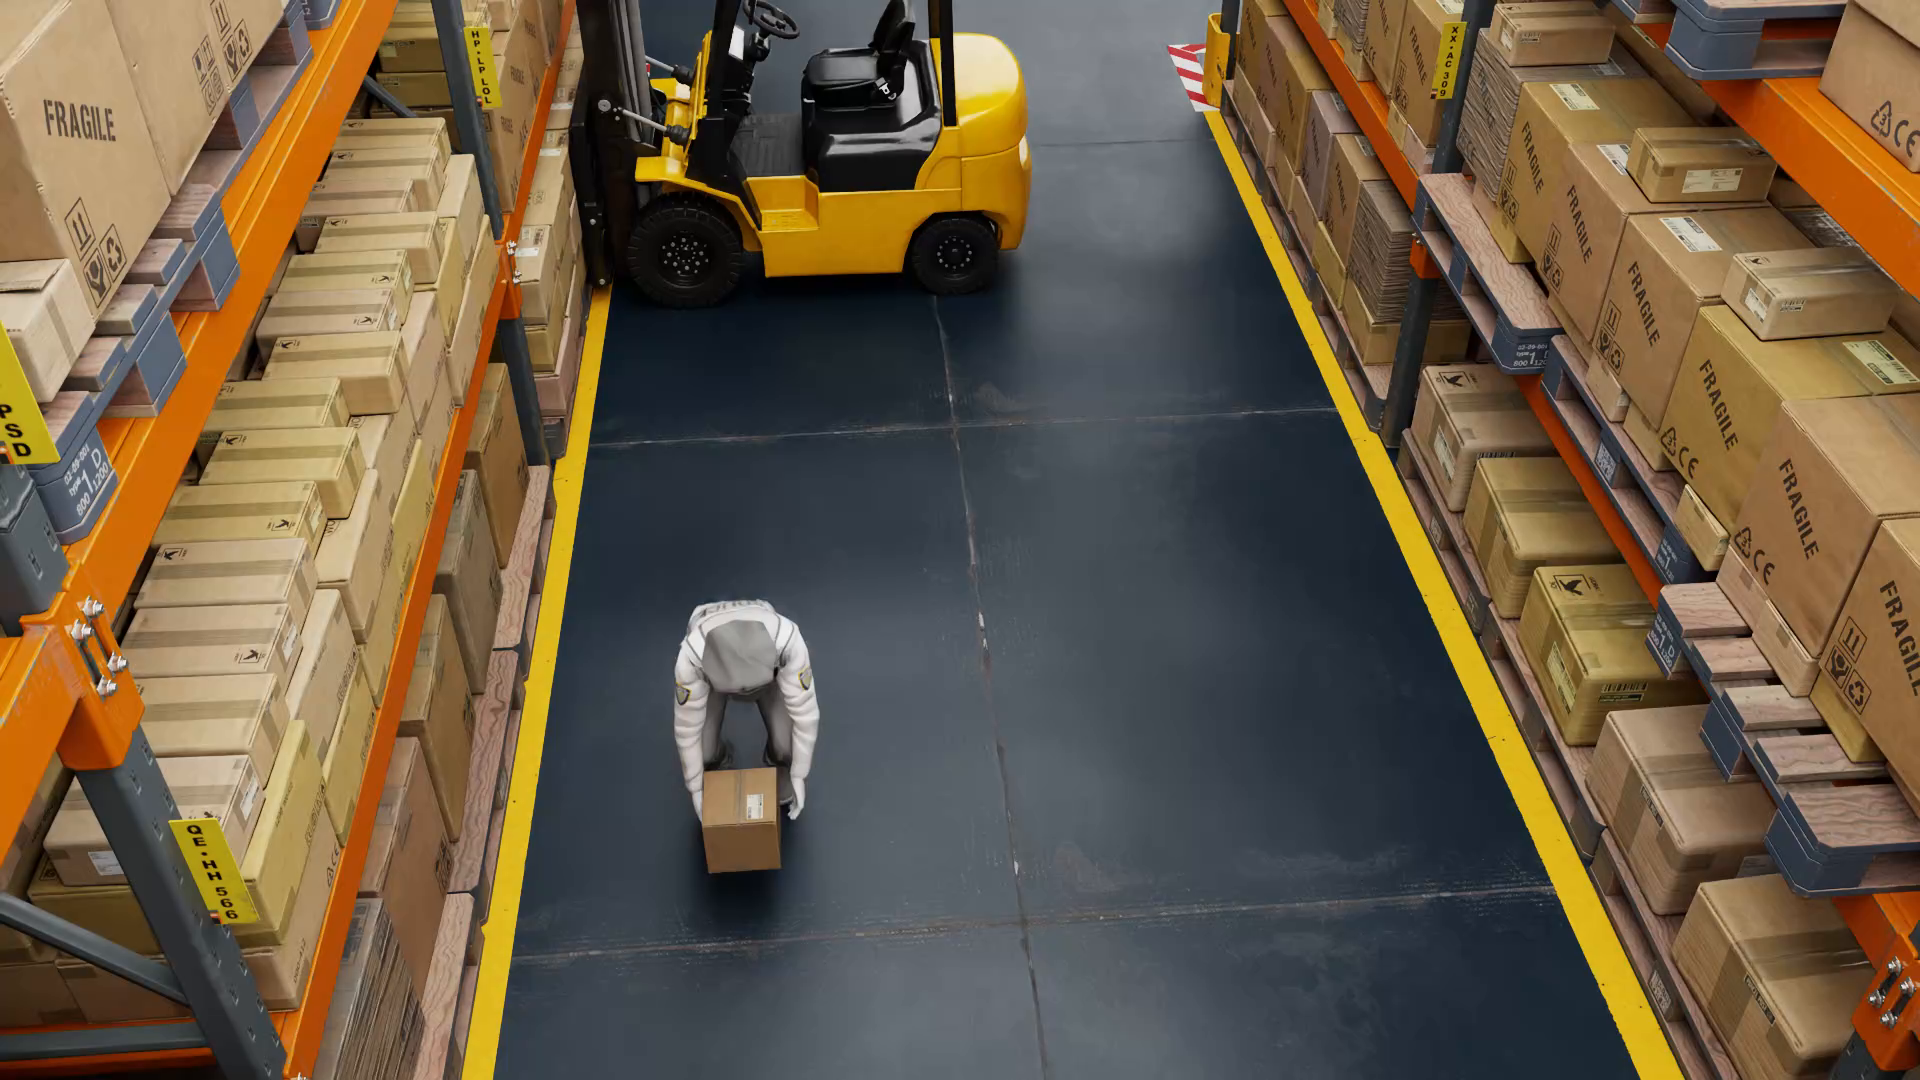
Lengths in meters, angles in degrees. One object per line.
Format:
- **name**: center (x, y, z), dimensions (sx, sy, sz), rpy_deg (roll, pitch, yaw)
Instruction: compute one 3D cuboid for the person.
- **person**: center (-0.755, 0.564, 5.922), dimensions (0.507, 1.094, 0.812), rpy_deg (-3, 39, -4)
